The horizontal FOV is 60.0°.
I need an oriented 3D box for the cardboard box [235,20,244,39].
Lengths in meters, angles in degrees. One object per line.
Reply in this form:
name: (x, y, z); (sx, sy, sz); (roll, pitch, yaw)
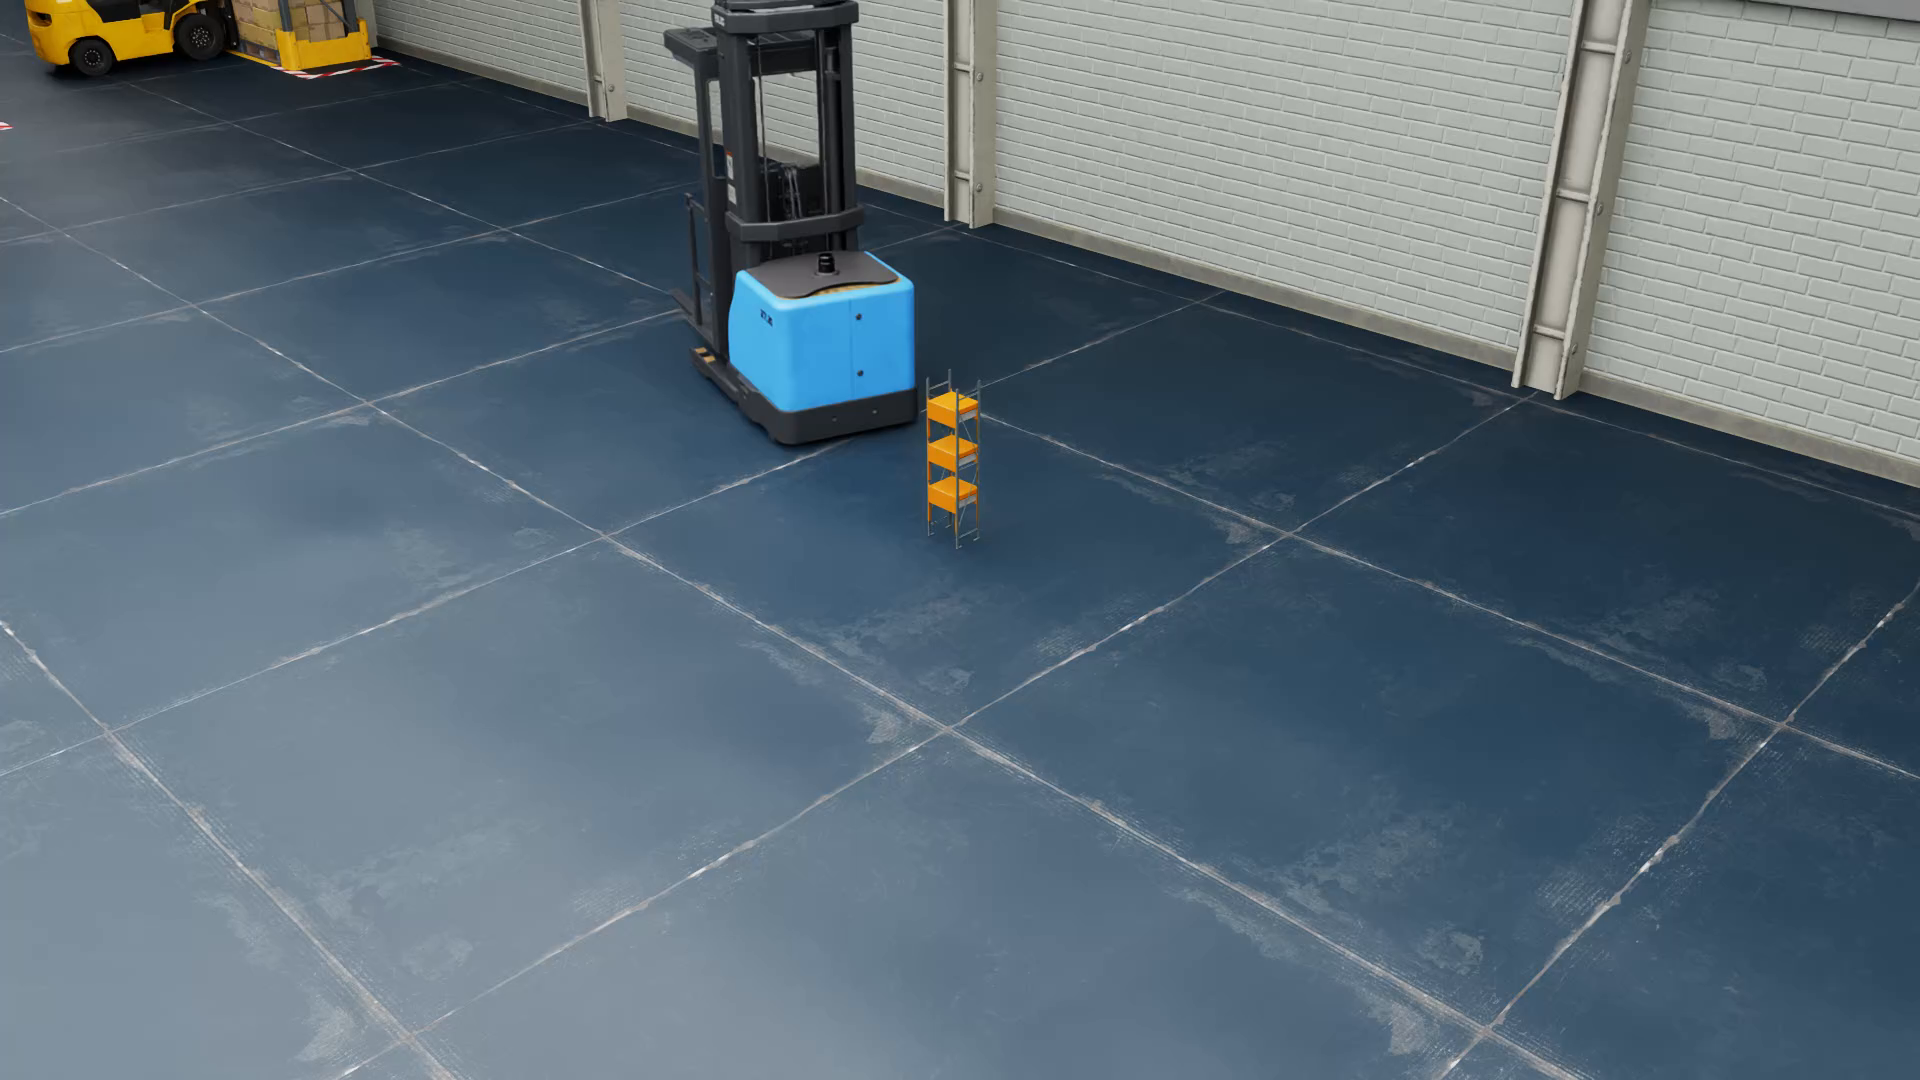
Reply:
cardboard box: (-9.856, -7.163, 23.153); (0.500, 0.250, 0.500); (-25, 37, -39)

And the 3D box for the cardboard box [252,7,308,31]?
cardboard box: (-9.167, -7.059, 22.418); (0.500, 0.250, 0.500); (24, 36, 38)

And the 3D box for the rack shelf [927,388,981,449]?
rack shelf: (-0.038, -0.724, 9.912); (0.240, 0.259, 0.215); (25, 36, 38)

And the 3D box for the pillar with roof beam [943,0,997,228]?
pillar with roof beam: (-2.927, -5.651, 11.329); (0.400, 9.000, 9.100); (25, 36, 38)

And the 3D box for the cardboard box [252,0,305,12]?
cardboard box: (-9.148, -7.272, 22.286); (0.500, 0.250, 0.500); (-24, 36, -38)

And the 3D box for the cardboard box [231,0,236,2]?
cardboard box: (-9.883, -7.598, 22.906); (0.500, 0.250, 0.500); (-25, 37, -39)

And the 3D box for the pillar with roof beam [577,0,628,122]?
pillar with roof beam: (-7.205, -7.609, 15.052); (0.400, 9.000, 9.100); (25, 36, 38)

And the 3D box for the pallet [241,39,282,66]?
pallet: (-9.175, -6.815, 22.985); (1.213, 0.211, 1.003); (25, 36, 38)

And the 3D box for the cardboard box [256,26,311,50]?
cardboard box: (-9.157, -6.831, 22.522); (0.500, 0.250, 0.500); (25, 37, 39)

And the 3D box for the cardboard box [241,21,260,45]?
cardboard box: (-9.505, -6.997, 22.836); (0.500, 0.250, 0.500); (25, 36, 38)

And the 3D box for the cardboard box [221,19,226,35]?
cardboard box: (-10.242, -7.325, 23.461); (0.500, 0.250, 0.500); (-24, 36, -38)

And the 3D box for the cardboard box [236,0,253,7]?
cardboard box: (-9.516, -7.437, 22.599); (0.500, 0.250, 0.500); (-25, 36, -38)

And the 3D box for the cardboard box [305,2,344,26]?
cardboard box: (-8.790, -7.226, 22.736); (0.500, 0.250, 0.500); (-25, 36, -38)

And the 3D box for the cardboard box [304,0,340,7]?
cardboard box: (-8.811, -7.445, 22.615); (0.500, 0.250, 0.500); (24, 36, 38)

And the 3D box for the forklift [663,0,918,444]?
forklift: (-1.413, -2.606, 12.057); (1.130, 2.935, 3.031); (-13, 31, -24)

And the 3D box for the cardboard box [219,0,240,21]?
cardboard box: (-9.900, -7.388, 23.043); (0.500, 0.250, 0.500); (24, 36, 37)

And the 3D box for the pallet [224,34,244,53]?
pallet: (-10.041, -7.213, 23.742); (1.213, 0.211, 1.003); (25, 36, 38)

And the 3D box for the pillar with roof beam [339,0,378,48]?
pillar with roof beam: (-11.483, -9.567, 18.775); (0.400, 9.000, 9.100); (25, 36, 38)

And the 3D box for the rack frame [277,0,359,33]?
rack frame: (-8.601, -7.814, 21.888); (0.127, 3.000, 1.000); (25, 36, 38)

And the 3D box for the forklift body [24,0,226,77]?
forklift body: (-11.232, -7.452, 22.110); (1.214, 2.155, 2.313); (25, 36, 38)

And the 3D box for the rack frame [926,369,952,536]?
rack frame: (-0.125, -0.522, 10.115); (0.008, 1.050, 0.200); (25, 36, 38)

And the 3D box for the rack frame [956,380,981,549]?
rack frame: (0.049, -0.442, 9.963); (0.008, 1.050, 0.200); (25, 36, 38)

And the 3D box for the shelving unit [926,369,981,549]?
shelving unit: (-0.038, -0.482, 10.039); (0.252, 1.050, 0.215); (25, 36, 38)

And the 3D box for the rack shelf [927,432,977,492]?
rack shelf: (-0.038, -0.473, 10.044); (0.240, 0.259, 0.215); (25, 36, 38)

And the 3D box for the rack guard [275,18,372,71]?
rack guard: (-8.583, -6.700, 22.454); (0.348, 0.500, 1.175); (25, 36, 38)

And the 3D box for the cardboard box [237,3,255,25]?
cardboard box: (-9.517, -7.226, 22.736); (0.500, 0.250, 0.500); (24, 36, 38)

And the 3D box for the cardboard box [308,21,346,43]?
cardboard box: (-8.814, -7.008, 22.858); (0.500, 0.250, 0.500); (25, 37, 39)

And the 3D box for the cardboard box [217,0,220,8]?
cardboard box: (-10.254, -7.552, 23.356); (0.500, 0.250, 0.500); (24, 36, 38)

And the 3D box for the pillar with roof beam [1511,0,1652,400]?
pillar with roof beam: (1.352, -3.694, 7.606); (0.400, 9.000, 9.100); (25, 36, 38)

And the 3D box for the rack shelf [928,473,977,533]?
rack shelf: (-0.038, -0.227, 10.173); (0.240, 0.259, 0.215); (25, 36, 38)
